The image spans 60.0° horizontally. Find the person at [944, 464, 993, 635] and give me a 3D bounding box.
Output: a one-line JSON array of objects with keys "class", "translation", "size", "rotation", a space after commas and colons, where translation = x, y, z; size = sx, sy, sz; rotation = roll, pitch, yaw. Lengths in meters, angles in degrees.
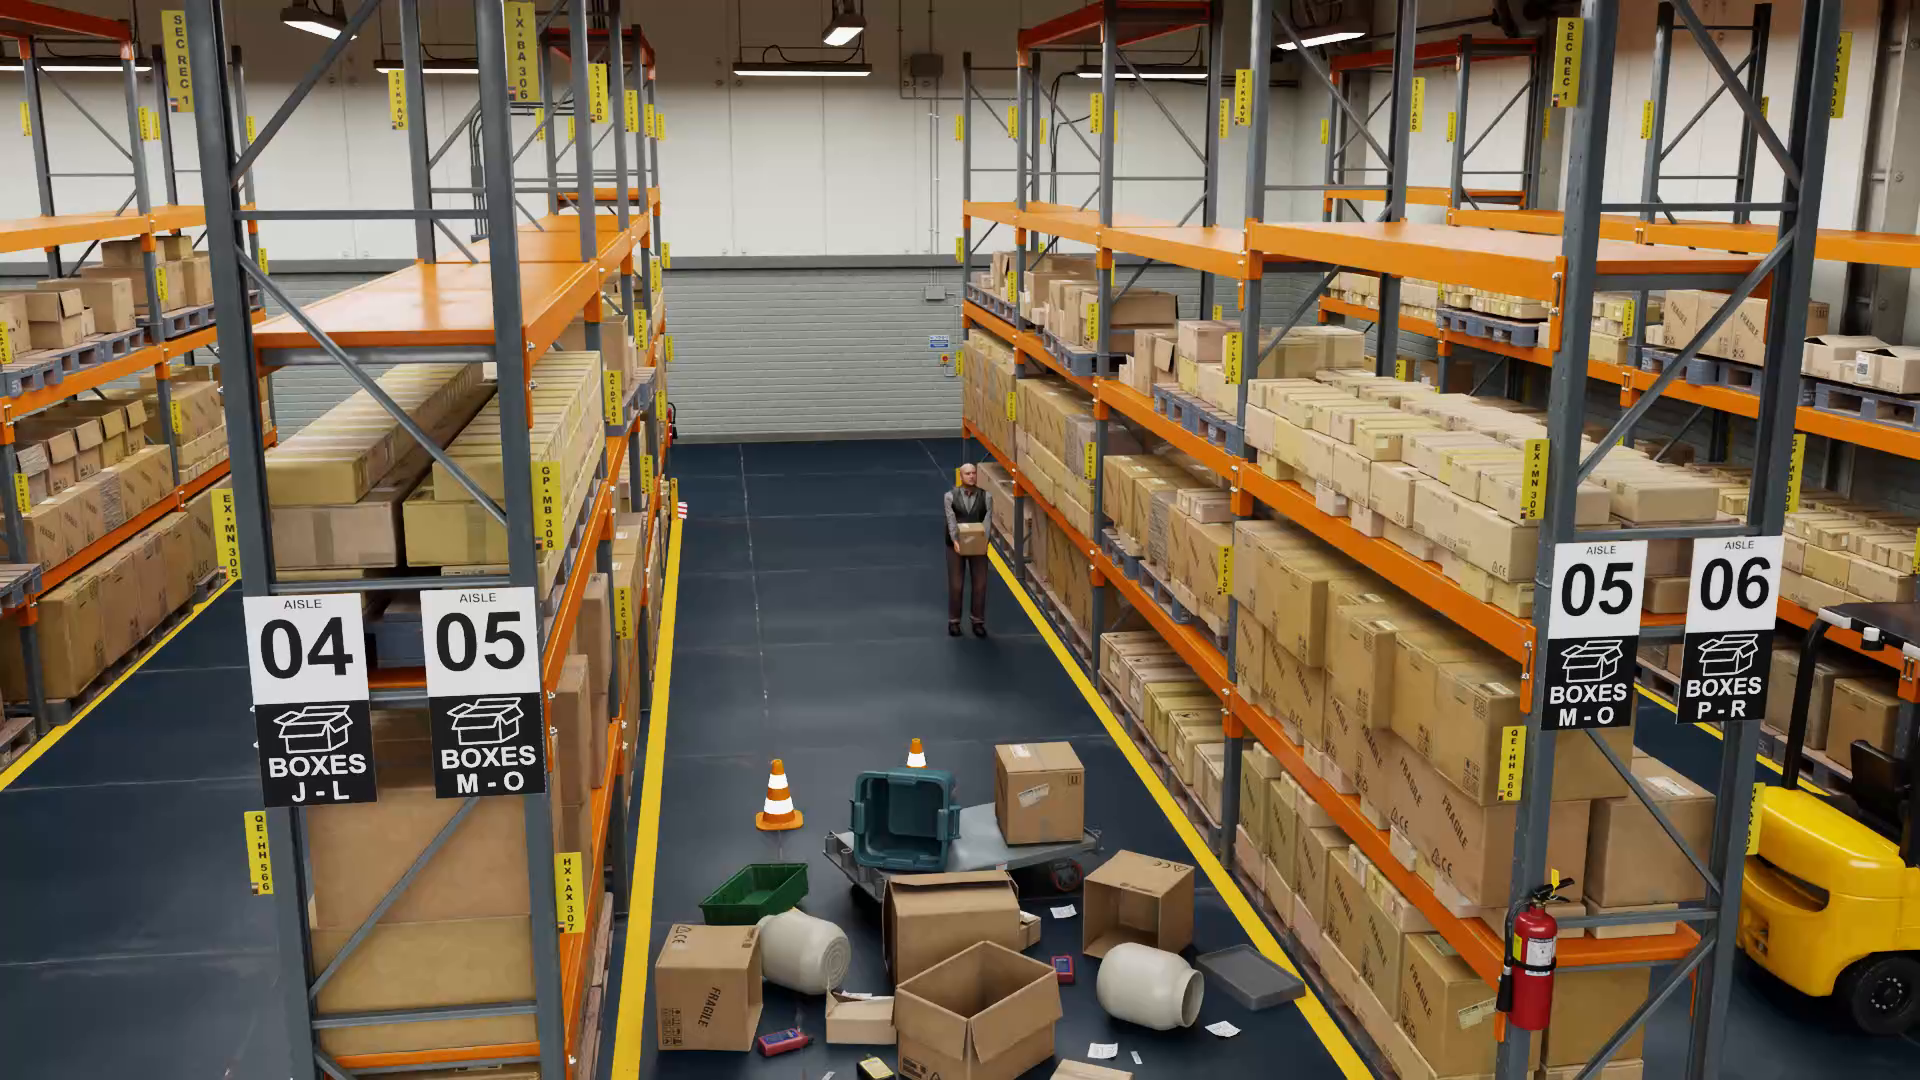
[{"class": "person", "translation": [0.100, 0.111, 16.586], "size": [0.494, 1.709, 0.551], "rotation": [-2, 13, -8]}]
